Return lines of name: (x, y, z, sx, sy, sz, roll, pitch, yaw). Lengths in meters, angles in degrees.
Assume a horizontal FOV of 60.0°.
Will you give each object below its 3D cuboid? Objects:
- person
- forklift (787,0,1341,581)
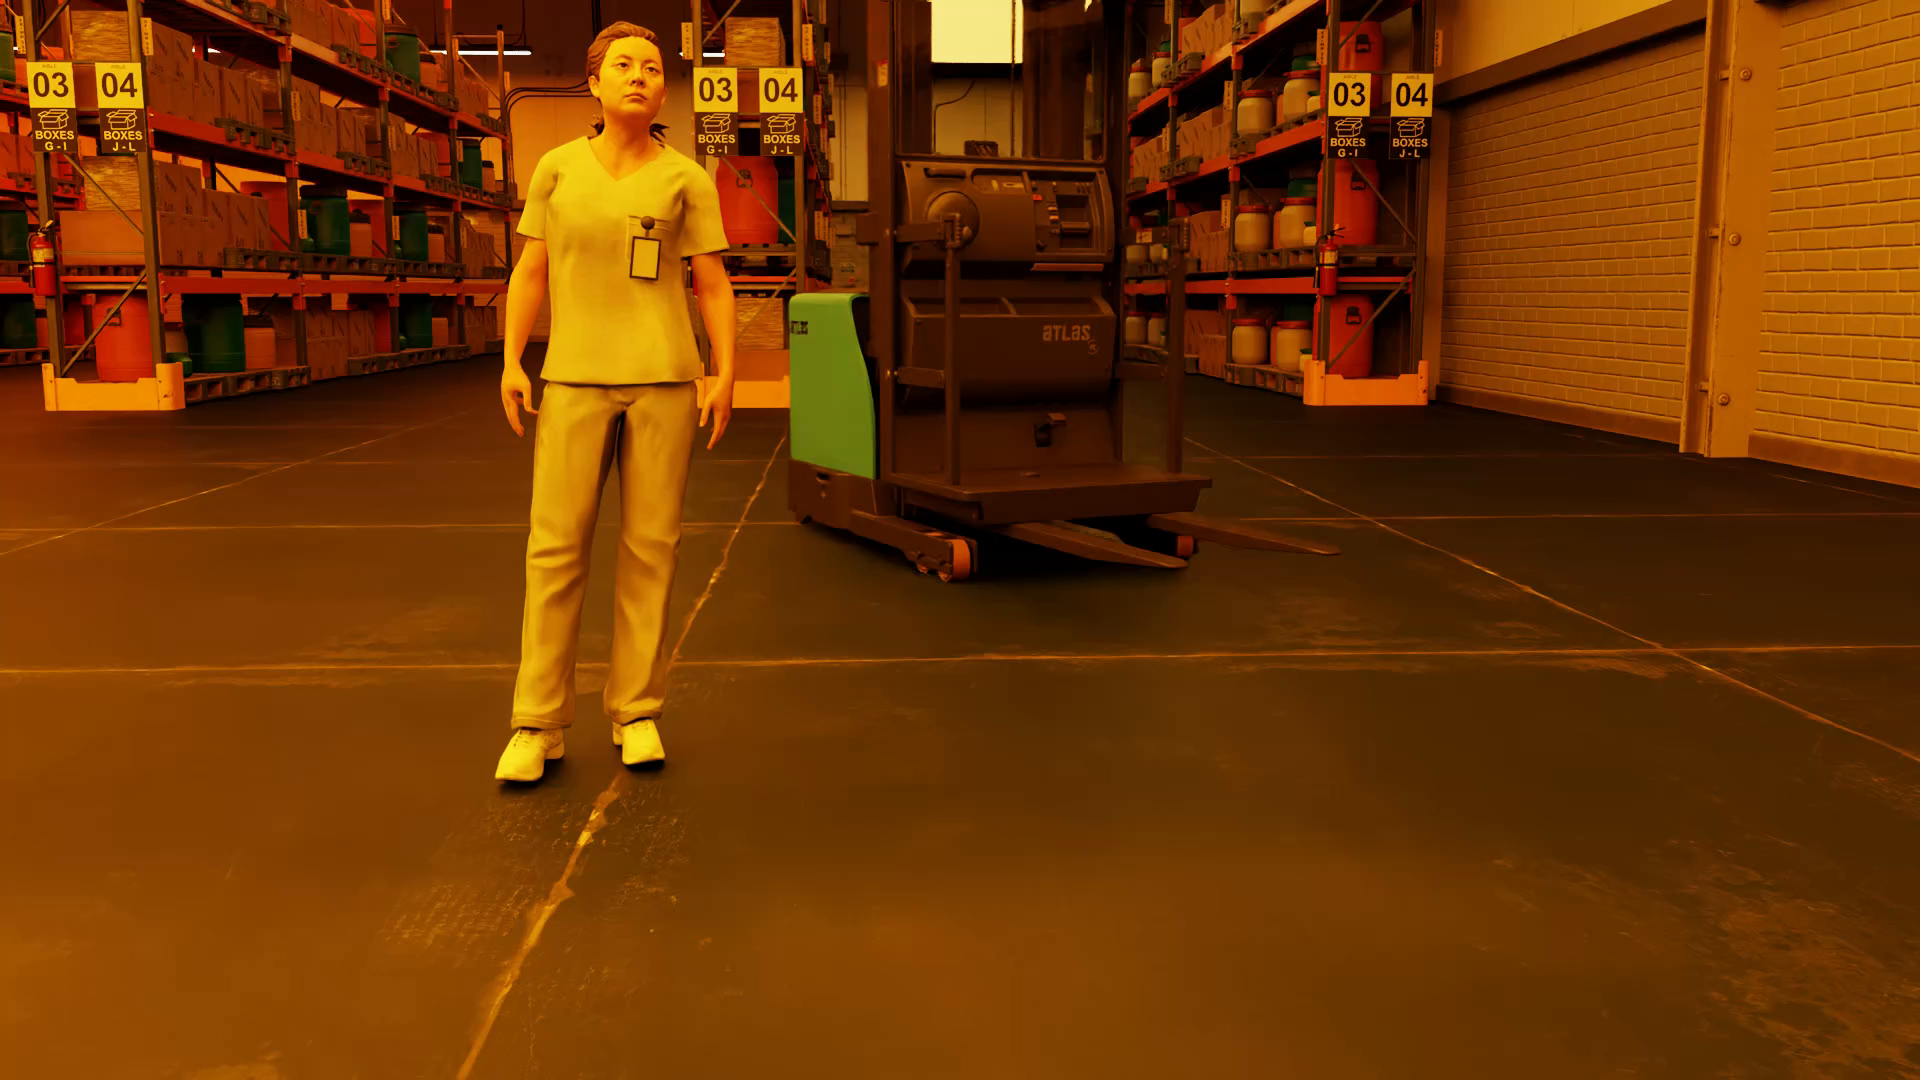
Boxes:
person: (-0.780, -0.324, 3.775, 0.548, 1.664, 0.549, -1, 9, -8)
forklift: (0.298, -1.366, 6.529, 1.130, 2.935, 3.031, -4, 9, -26)
